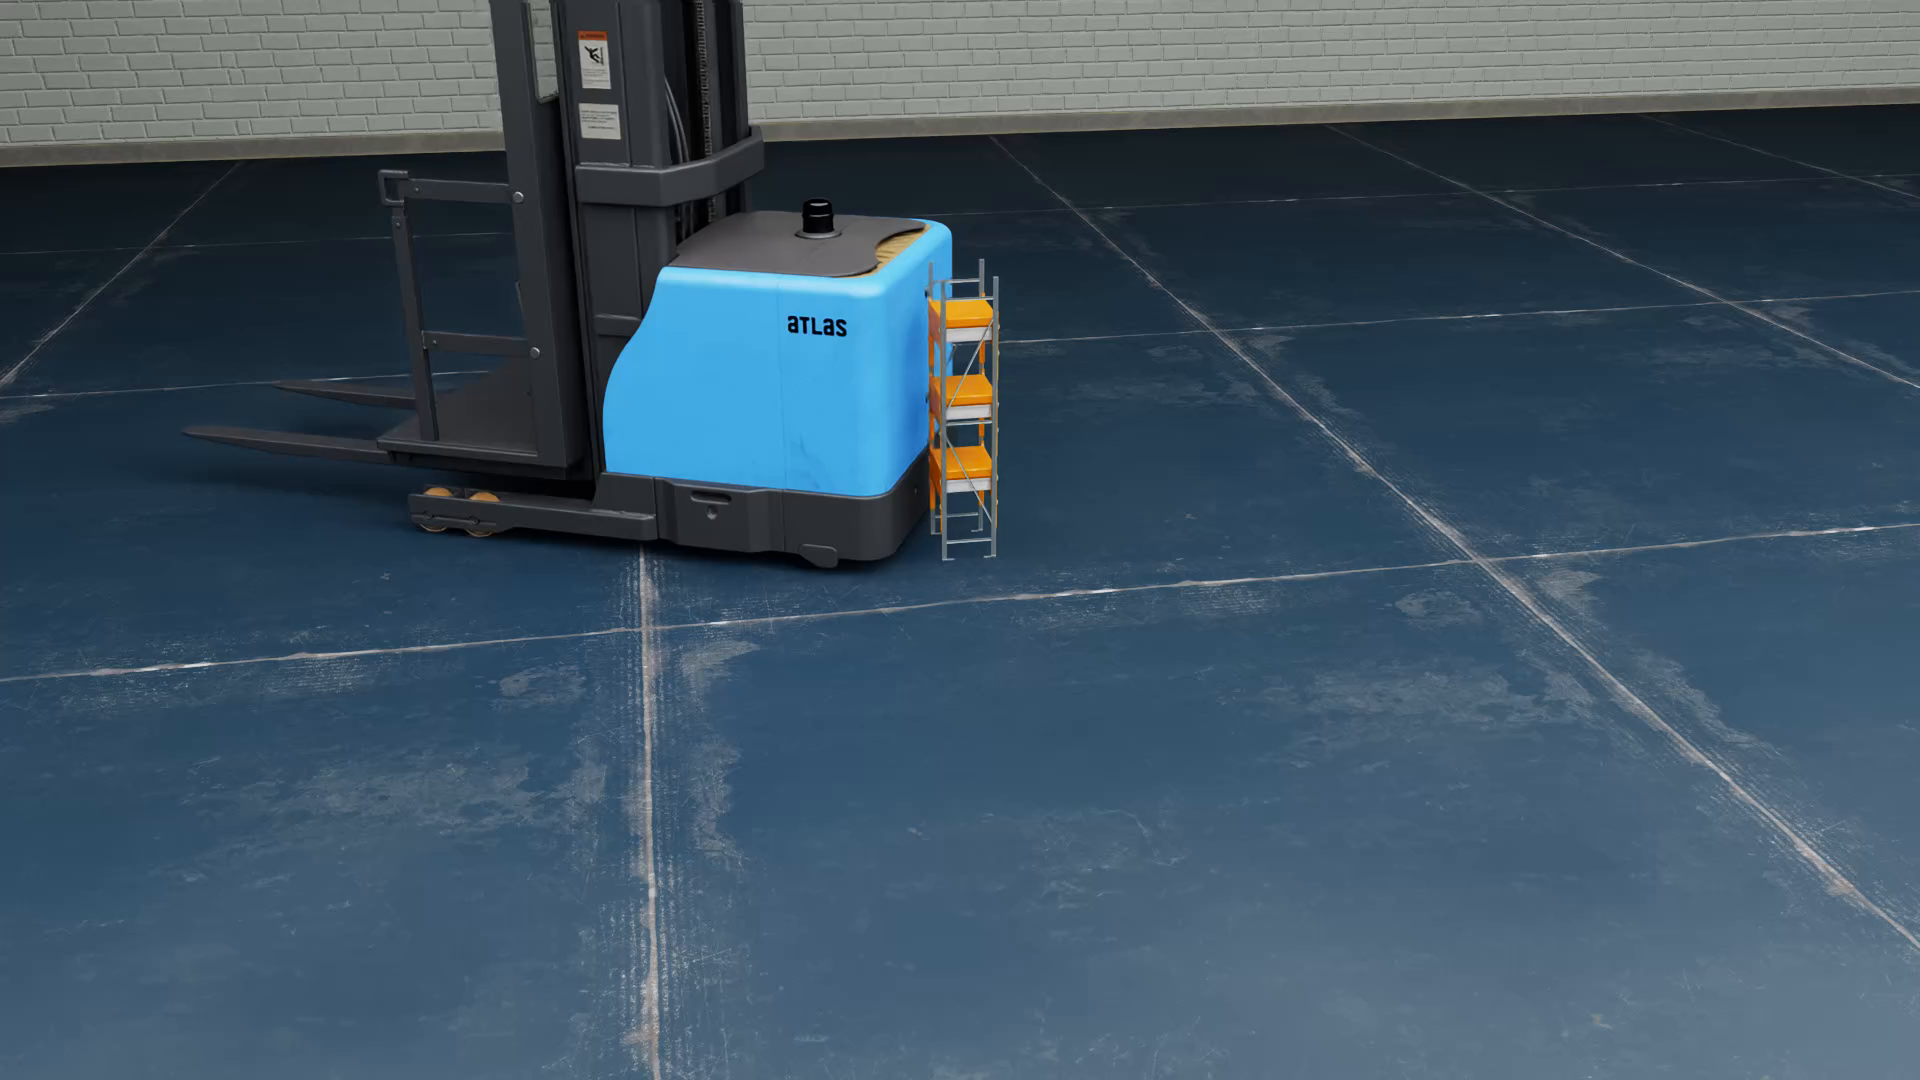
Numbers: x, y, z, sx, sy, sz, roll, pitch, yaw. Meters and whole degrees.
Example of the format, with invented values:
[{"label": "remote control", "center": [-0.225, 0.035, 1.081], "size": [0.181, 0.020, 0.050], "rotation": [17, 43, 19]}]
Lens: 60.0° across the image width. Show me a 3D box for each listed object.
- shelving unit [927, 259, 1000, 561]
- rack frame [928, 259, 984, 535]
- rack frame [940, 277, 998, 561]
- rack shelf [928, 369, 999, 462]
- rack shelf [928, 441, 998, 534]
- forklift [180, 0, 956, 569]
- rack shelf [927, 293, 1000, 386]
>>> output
[{"label": "shelving unit", "center": [0.010, -0.460, 5.992], "size": [0.215, 1.050, 0.252], "rotation": [-4, 24, -10]}, {"label": "rack frame", "center": [-0.013, -0.508, 6.102], "size": [0.200, 1.050, 0.008], "rotation": [-4, 24, -10]}, {"label": "rack frame", "center": [0.032, -0.412, 5.882], "size": [0.200, 1.050, 0.008], "rotation": [-4, 24, -10]}, {"label": "rack shelf", "center": [0.010, -0.450, 5.996], "size": [0.215, 0.259, 0.240], "rotation": [-4, 24, -10]}, {"label": "rack shelf", "center": [0.010, -0.196, 6.107], "size": [0.215, 0.259, 0.240], "rotation": [-4, 24, -10]}, {"label": "forklift", "center": [-1.592, -1.550, 6.136], "size": [3.031, 2.935, 1.130], "rotation": [6, 24, 13]}, {"label": "rack shelf", "center": [0.010, -0.710, 5.882], "size": [0.215, 0.259, 0.240], "rotation": [-4, 24, -10]}]
